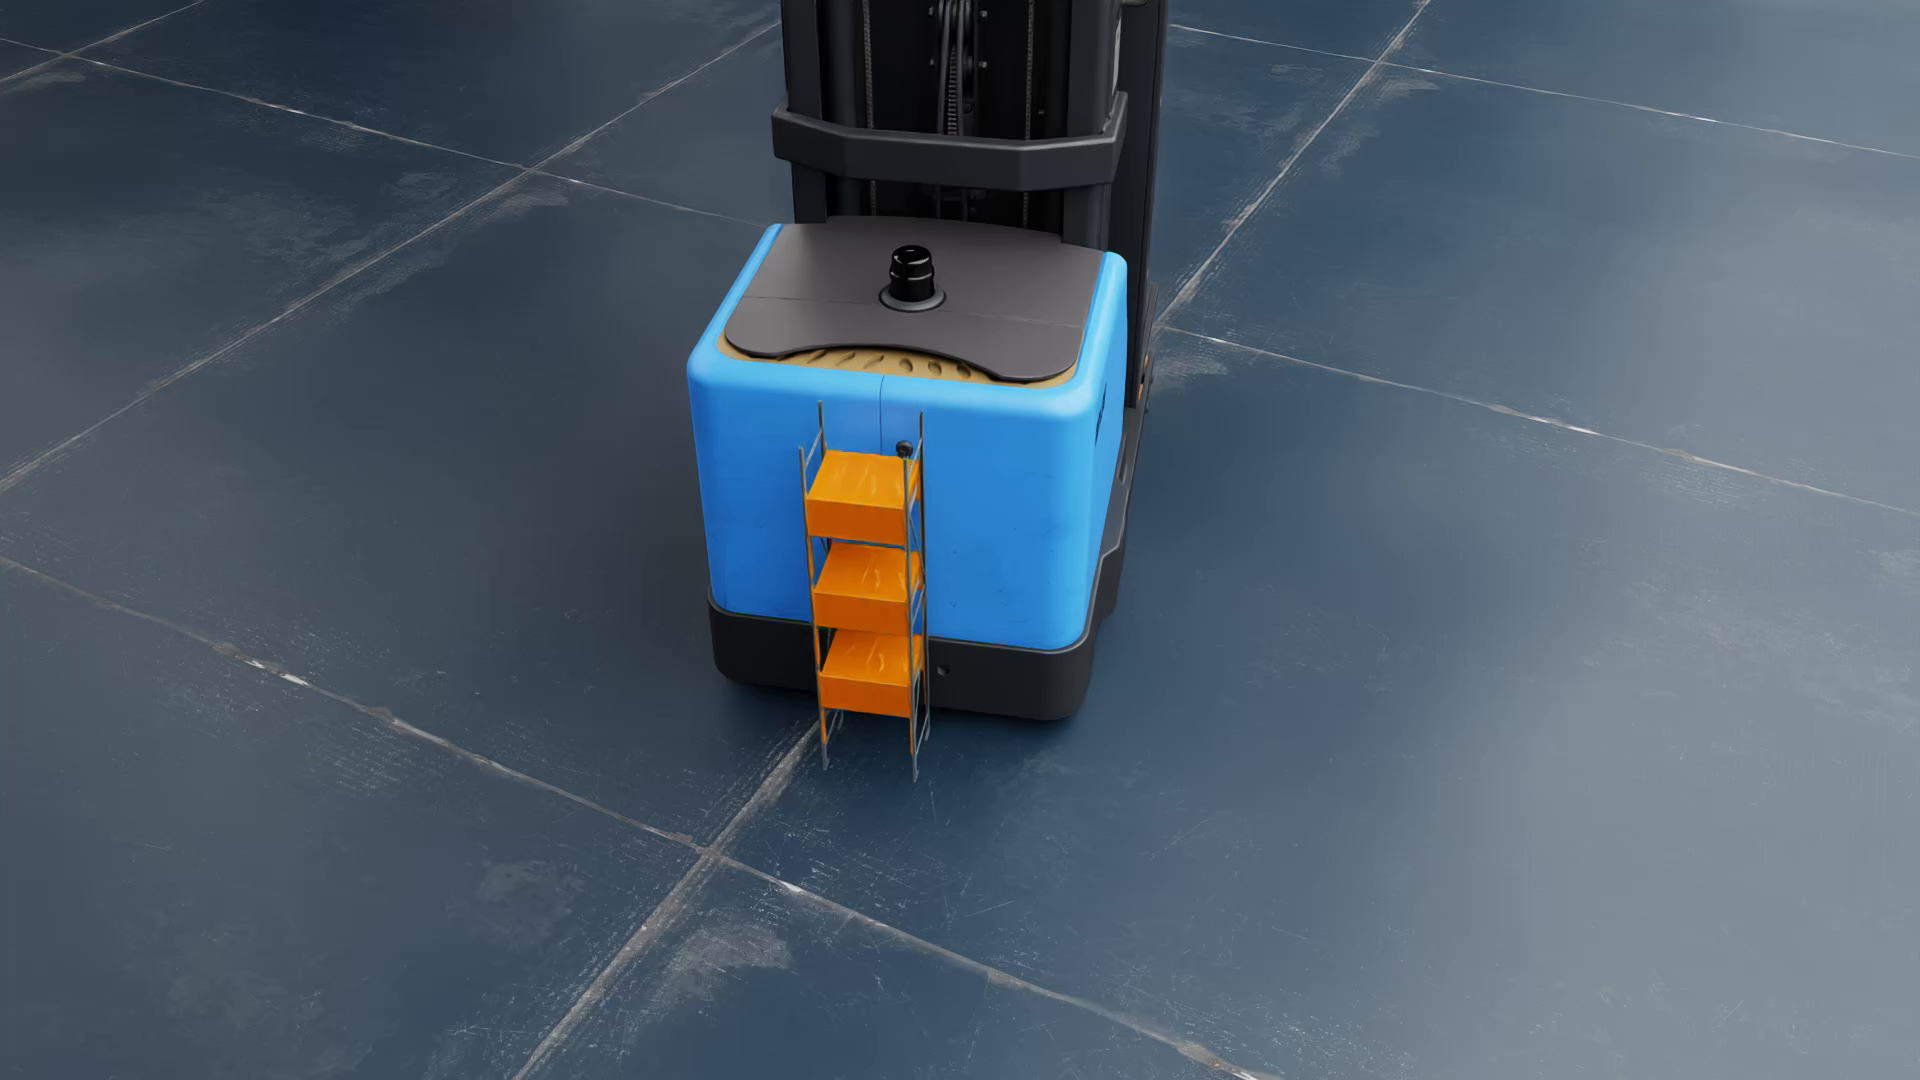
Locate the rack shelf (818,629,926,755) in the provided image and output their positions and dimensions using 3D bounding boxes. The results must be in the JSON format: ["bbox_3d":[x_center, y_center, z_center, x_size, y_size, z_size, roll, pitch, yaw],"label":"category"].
[{"bbox_3d":[-0.224,0.383,4.351,0.240,0.259,0.215,6,39,8],"label":"rack shelf"}]

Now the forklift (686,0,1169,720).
[{"bbox_3d":[0.081,-1.570,4.894,1.130,2.935,3.031,6,38,8],"label":"forklift"}]

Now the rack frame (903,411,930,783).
[{"bbox_3d":[-0.105,0.169,4.155,0.008,1.050,0.200,6,39,8],"label":"rack frame"}]

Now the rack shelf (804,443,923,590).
[{"bbox_3d":[-0.226,-0.058,4.003,0.240,0.259,0.215,6,39,8],"label":"rack shelf"}]

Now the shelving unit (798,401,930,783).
[{"bbox_3d":[-0.225,0.156,4.172,0.252,1.050,0.215,6,39,8],"label":"shelving unit"}]

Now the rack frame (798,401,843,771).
[{"bbox_3d":[-0.345,0.143,4.189,0.008,1.050,0.200,6,39,8],"label":"rack frame"}]

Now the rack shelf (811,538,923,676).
[{"bbox_3d":[-0.225,0.165,4.179,0.240,0.259,0.215,6,39,8],"label":"rack shelf"}]
